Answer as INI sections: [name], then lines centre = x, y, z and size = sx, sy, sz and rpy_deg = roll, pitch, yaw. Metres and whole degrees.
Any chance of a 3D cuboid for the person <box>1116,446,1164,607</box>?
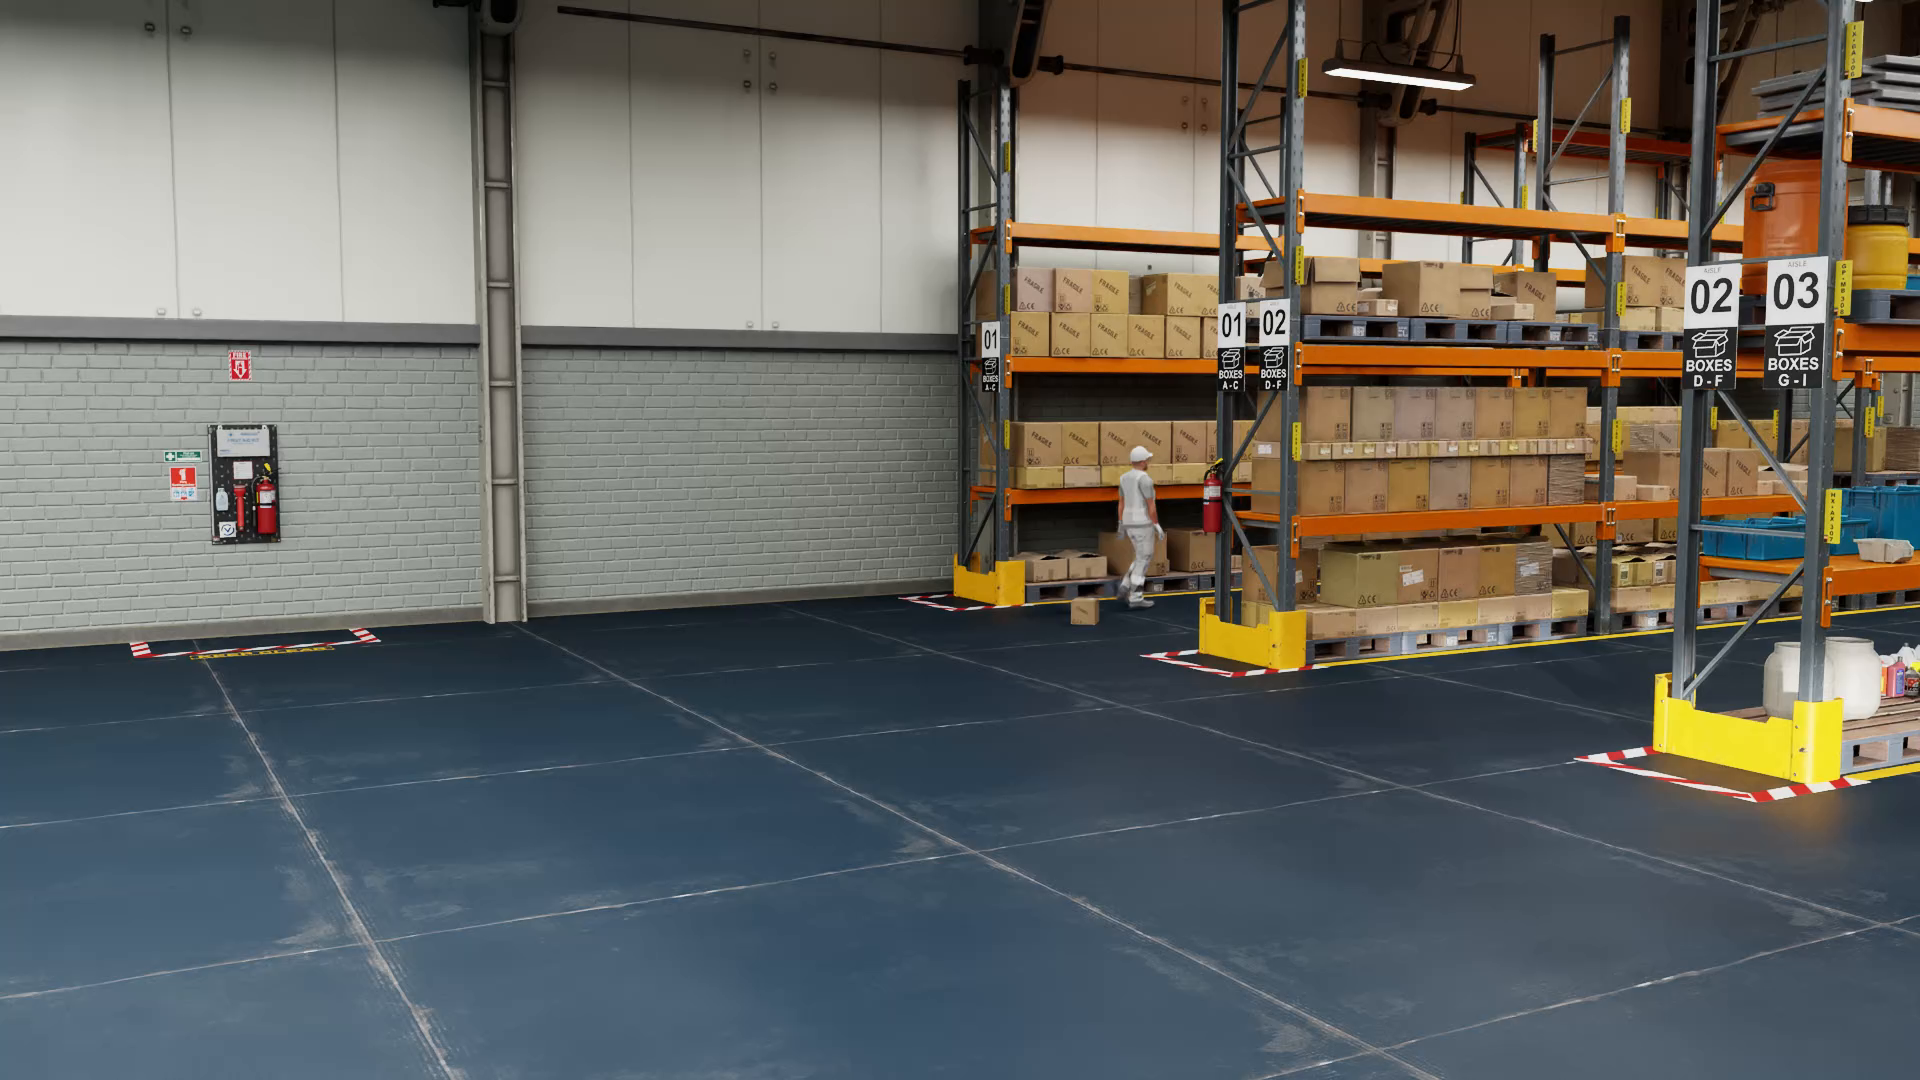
[person]
centre = 2.008, -0.143, 18.430
size = 0.462, 1.795, 0.570
rpy_deg = -2, 6, -26
